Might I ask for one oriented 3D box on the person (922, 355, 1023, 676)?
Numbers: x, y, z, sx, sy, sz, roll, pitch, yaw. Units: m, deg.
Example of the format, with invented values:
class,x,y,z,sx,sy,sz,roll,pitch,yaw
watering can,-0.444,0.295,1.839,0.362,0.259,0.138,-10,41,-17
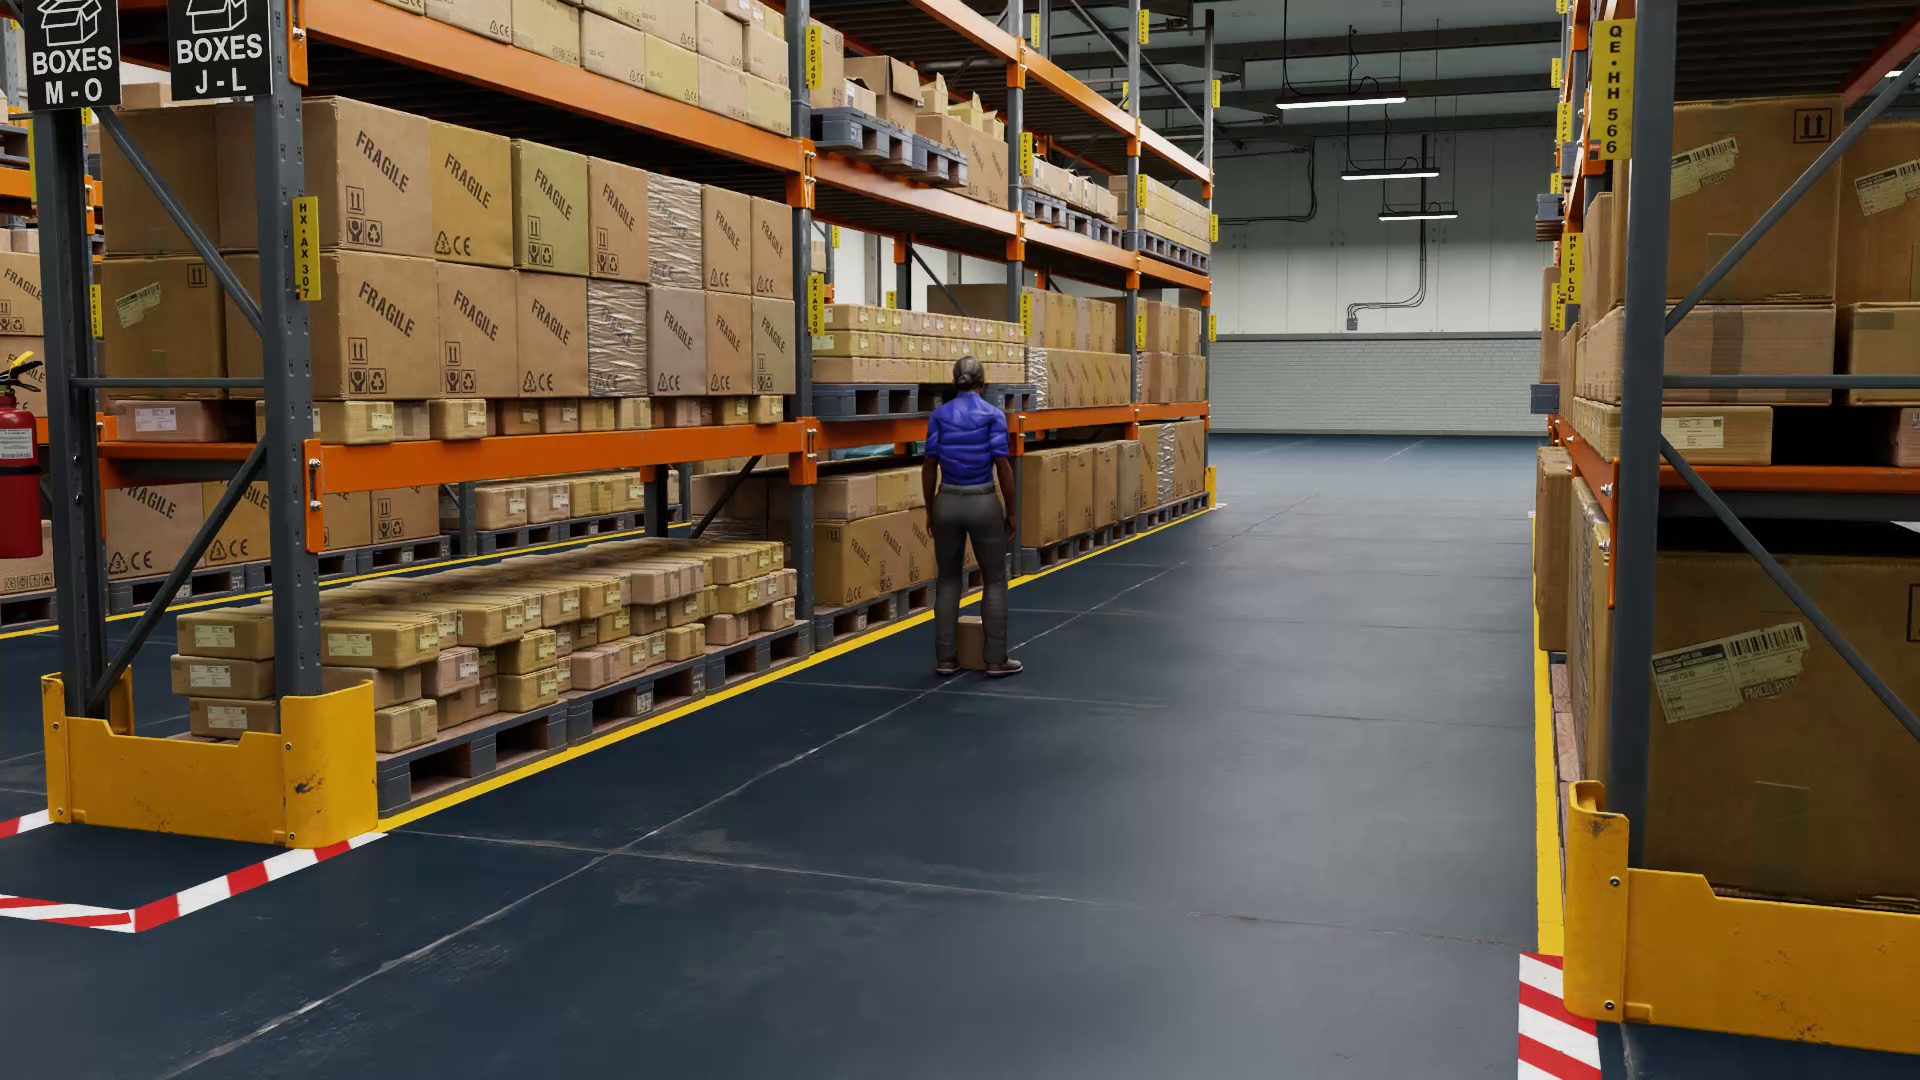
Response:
class,x,y,z,sx,sy,sz,roll,pitch,yaw
person,0.055,-0.126,8.625,0.507,1.655,0.349,2,6,17
